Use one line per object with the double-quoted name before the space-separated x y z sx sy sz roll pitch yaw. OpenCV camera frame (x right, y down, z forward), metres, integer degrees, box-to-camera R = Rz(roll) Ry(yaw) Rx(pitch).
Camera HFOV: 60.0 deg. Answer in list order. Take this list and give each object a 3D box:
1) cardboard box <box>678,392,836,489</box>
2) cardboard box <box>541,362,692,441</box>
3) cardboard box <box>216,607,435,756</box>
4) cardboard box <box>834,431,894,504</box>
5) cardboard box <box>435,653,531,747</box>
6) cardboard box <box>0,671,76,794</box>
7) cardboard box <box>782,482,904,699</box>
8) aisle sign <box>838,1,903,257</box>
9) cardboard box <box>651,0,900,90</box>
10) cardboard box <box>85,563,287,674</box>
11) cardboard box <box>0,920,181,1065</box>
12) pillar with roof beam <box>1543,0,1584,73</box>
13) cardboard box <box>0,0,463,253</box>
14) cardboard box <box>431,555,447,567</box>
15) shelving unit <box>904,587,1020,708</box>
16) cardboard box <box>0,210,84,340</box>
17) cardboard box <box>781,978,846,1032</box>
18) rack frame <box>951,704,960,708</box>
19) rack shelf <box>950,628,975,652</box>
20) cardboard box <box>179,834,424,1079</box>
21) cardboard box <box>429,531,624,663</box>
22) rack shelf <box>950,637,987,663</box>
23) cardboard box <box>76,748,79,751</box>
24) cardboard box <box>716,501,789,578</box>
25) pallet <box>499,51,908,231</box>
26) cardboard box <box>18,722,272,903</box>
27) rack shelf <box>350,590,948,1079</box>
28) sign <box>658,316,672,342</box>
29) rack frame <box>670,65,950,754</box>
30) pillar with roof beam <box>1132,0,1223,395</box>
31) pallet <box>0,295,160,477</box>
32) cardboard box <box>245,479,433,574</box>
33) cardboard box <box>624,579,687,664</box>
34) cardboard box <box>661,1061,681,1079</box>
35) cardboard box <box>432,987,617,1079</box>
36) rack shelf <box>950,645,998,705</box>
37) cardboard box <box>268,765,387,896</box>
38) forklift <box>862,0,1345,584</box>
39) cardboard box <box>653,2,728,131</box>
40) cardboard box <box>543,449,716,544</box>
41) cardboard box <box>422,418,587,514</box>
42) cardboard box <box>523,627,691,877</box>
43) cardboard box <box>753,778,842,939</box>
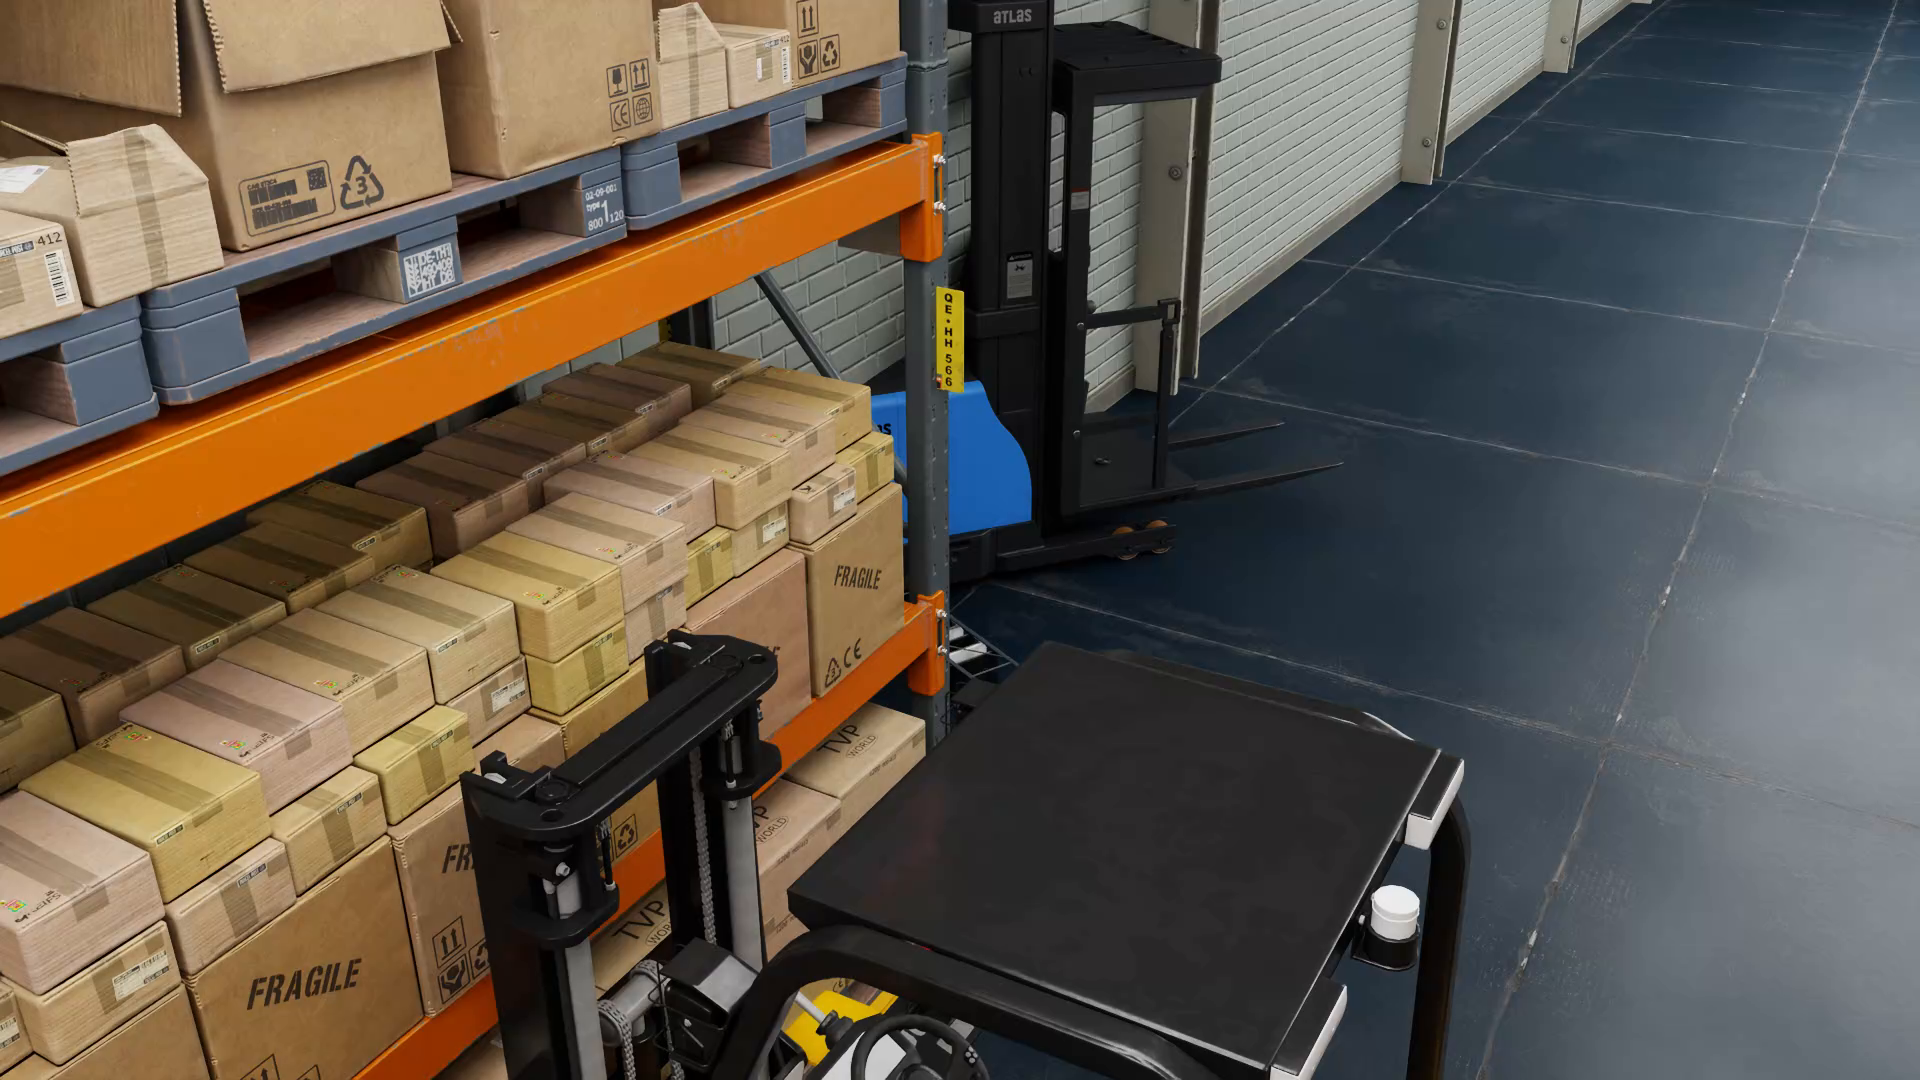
"cardboard box" -0.586 -0.286 4.802 0.380 0.149 0.250 14 30 26
"cardboard box" -1.035 -0.401 5.032 0.380 0.149 0.250 15 30 28
"cardboard box" -1.379 0.305 3.622 0.380 0.149 0.250 14 30 26
"cardboard box" -0.425 -0.245 5.052 0.380 0.149 0.250 15 30 27
"cardboard box" -1.236 0.338 3.888 0.380 0.149 0.250 14 30 26
"cardboard box" -2.081 0.390 3.451 0.380 0.149 0.250 14 30 25
"cardboard box" -0.512 0.098 5.092 0.500 0.500 0.500 13 30 25
"aisle sign" -0.211 -1.231 4.953 0.394 0.787 0.004 14 30 26
"cardboard box" -0.504 -1.499 4.351 0.500 0.500 0.500 15 30 28
"cardboard box" -1.762 0.209 3.812 0.380 0.149 0.250 15 30 28
"cardboard box" -1.665 0.762 3.041 0.380 0.149 0.250 15 30 27
"pillar with roof beam" 10.977 -8.784 16.244 9.100 9.000 0.400 14 30 26
"cardboard box" -1.416 -0.904 3.158 0.797 0.503 0.637 15 30 28
"cardboard box" -1.456 0.013 4.536 0.380 0.149 0.250 15 30 27
"shelving unit" -0.084 0.503 7.502 0.258 0.210 0.900 -17 32 -31
"cardboard box" -1.603 -0.417 2.581 0.380 0.149 0.250 15 30 28
"cardboard box" -0.708 1.379 5.247 0.500 0.250 0.500 14 30 26
"rack frame" -0.085 0.594 7.548 0.240 0.006 0.900 -17 32 -31
"rack shelf" -0.052 0.524 7.461 0.258 0.200 0.077 -17 32 -31
"cardboard box" -1.531 0.887 3.515 0.500 0.500 0.500 14 30 26
"cardboard box" -1.032 0.131 3.970 0.380 0.149 0.250 15 30 27
"rack shelf" -0.001 0.558 7.395 0.258 0.200 0.077 -17 32 -31
"cardboard box" -1.901 0.431 3.701 0.380 0.149 0.250 14 30 26
"cardboard box" -0.706 -0.051 4.665 0.380 0.149 0.250 15 30 27
"pallet" -0.869 -1.139 4.422 1.003 0.211 1.213 14 30 26
"cardboard box" -1.563 0.517 3.197 0.380 0.149 0.250 14 30 25
"rack shelf" -1.482 0.994 4.217 1.077 0.370 4.000 14 30 26
"sign" -0.979 -0.654 5.650 0.100 0.325 0.005 14 30 26
"rack frame" -0.499 -0.107 5.613 1.000 3.000 0.127 14 30 26
"pillar with roof beam" 5.074 -4.107 6.902 9.100 9.000 0.400 14 30 26
"pallet" -2.069 -0.188 2.523 1.003 0.211 1.213 14 30 26
"cardboard box" -1.583 -0.009 4.247 0.380 0.149 0.250 13 30 25
"cardboard box" -0.928 0.157 4.249 0.380 0.149 0.250 13 29 24
"cardboard box" -0.958 1.369 4.709 0.500 0.250 0.500 13 30 25
"cardboard box" -1.195 1.331 4.226 0.500 0.250 0.500 14 30 25
"rack shelf" 0.051 0.592 7.329 0.258 0.200 0.077 -17 32 -31
"cardboard box" -1.426 0.558 3.448 0.380 0.149 0.250 13 29 24
"forklift" 0.579 -1.417 8.305 3.031 2.935 1.130 -10 28 -20
"cardboard box" -0.767 -1.132 3.879 0.396 0.266 0.258 14 30 26
"cardboard box" -0.878 -0.097 4.425 0.380 0.149 0.250 14 30 26
"cardboard box" -1.260 -0.197 4.625 0.380 0.149 0.250 14 30 26
"cardboard box" -1.027 0.498 4.293 0.500 0.500 0.500 14 30 25
"cardboard box" -0.700 0.936 5.015 0.500 0.250 0.500 15 30 27
